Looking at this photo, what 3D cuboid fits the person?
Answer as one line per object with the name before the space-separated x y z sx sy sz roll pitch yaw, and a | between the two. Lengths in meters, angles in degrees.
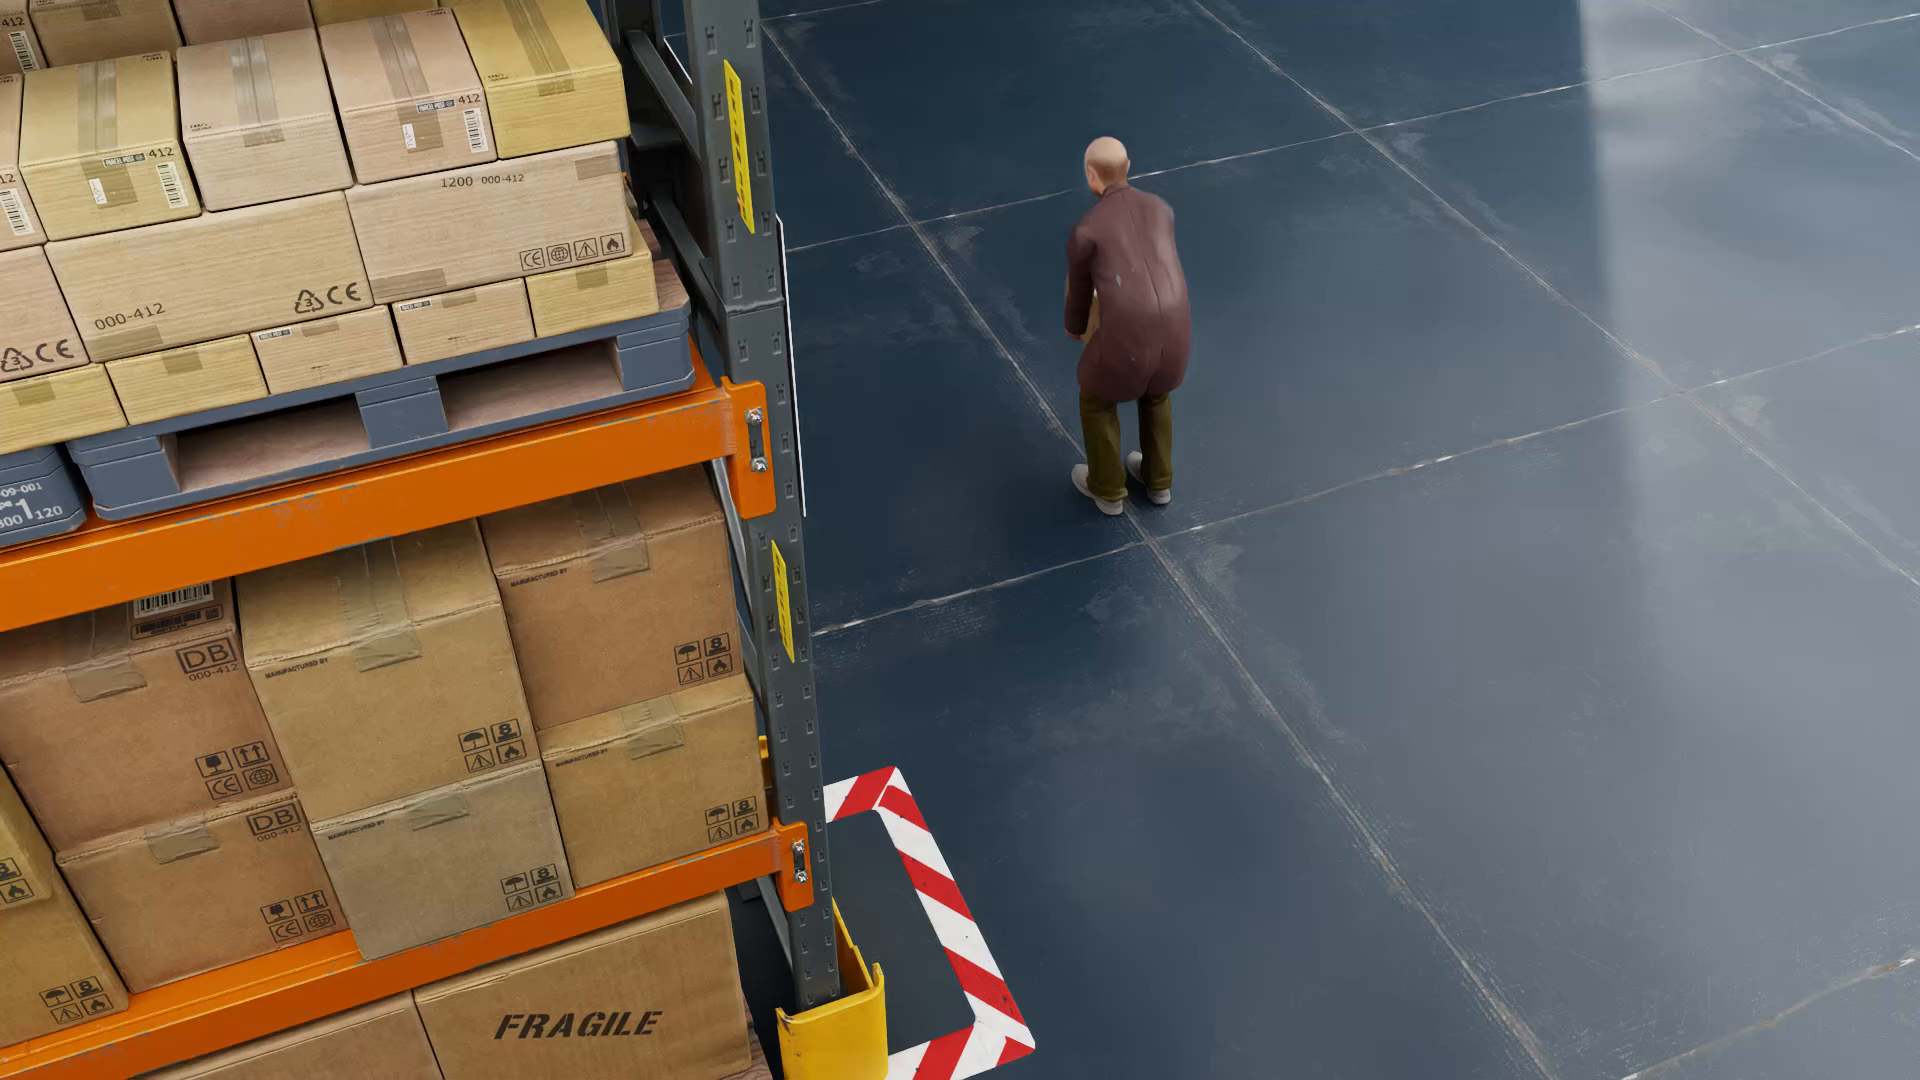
person | 0.743 -0.838 7.341 0.546 1.504 0.570 -16 44 -18
